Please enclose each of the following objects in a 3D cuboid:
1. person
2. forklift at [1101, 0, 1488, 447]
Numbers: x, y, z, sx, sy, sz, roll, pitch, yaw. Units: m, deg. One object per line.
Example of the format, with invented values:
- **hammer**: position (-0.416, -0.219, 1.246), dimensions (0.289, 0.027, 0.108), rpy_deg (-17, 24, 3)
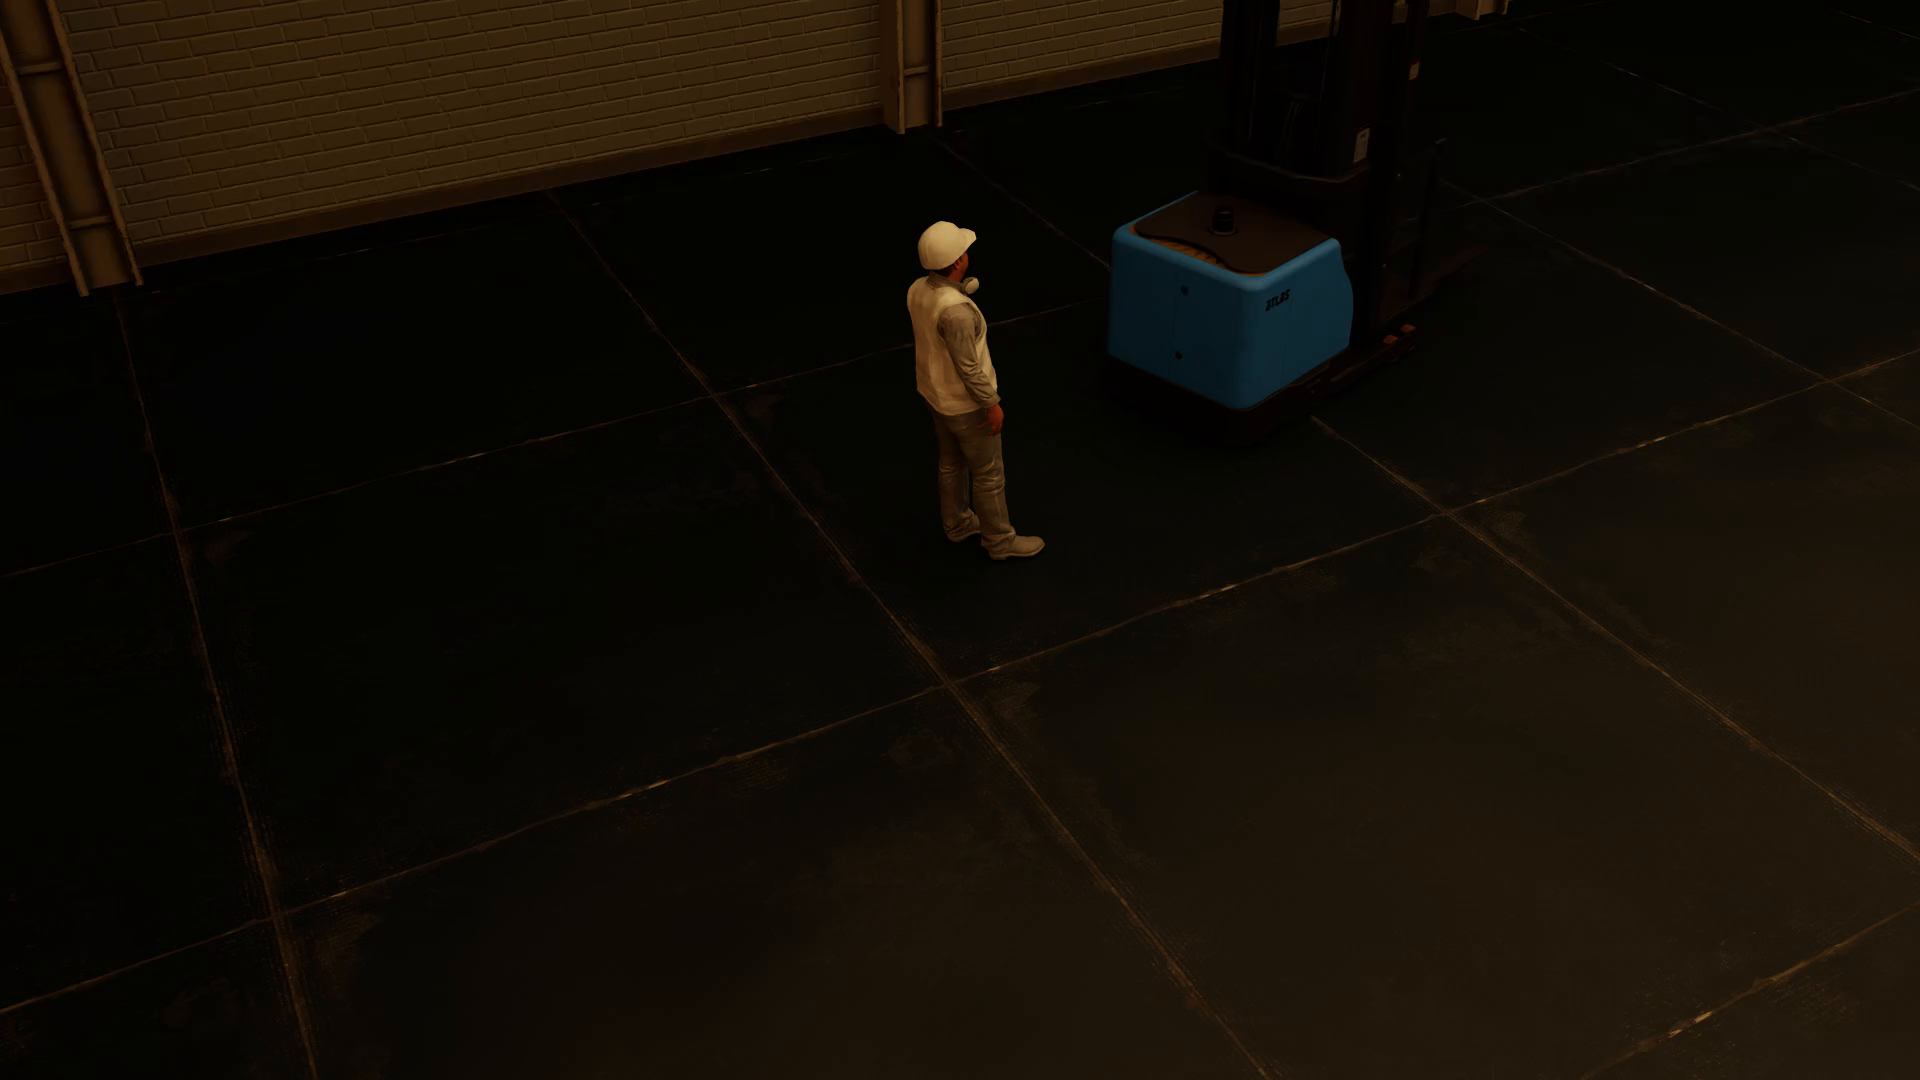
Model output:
- **person**: position (0.058, -0.743, 8.164), dimensions (0.568, 1.773, 0.632), rpy_deg (-17, 39, -23)
- **forklift**: position (2.217, -2.469, 9.616), dimensions (1.130, 2.935, 3.031), rpy_deg (29, 44, 34)
